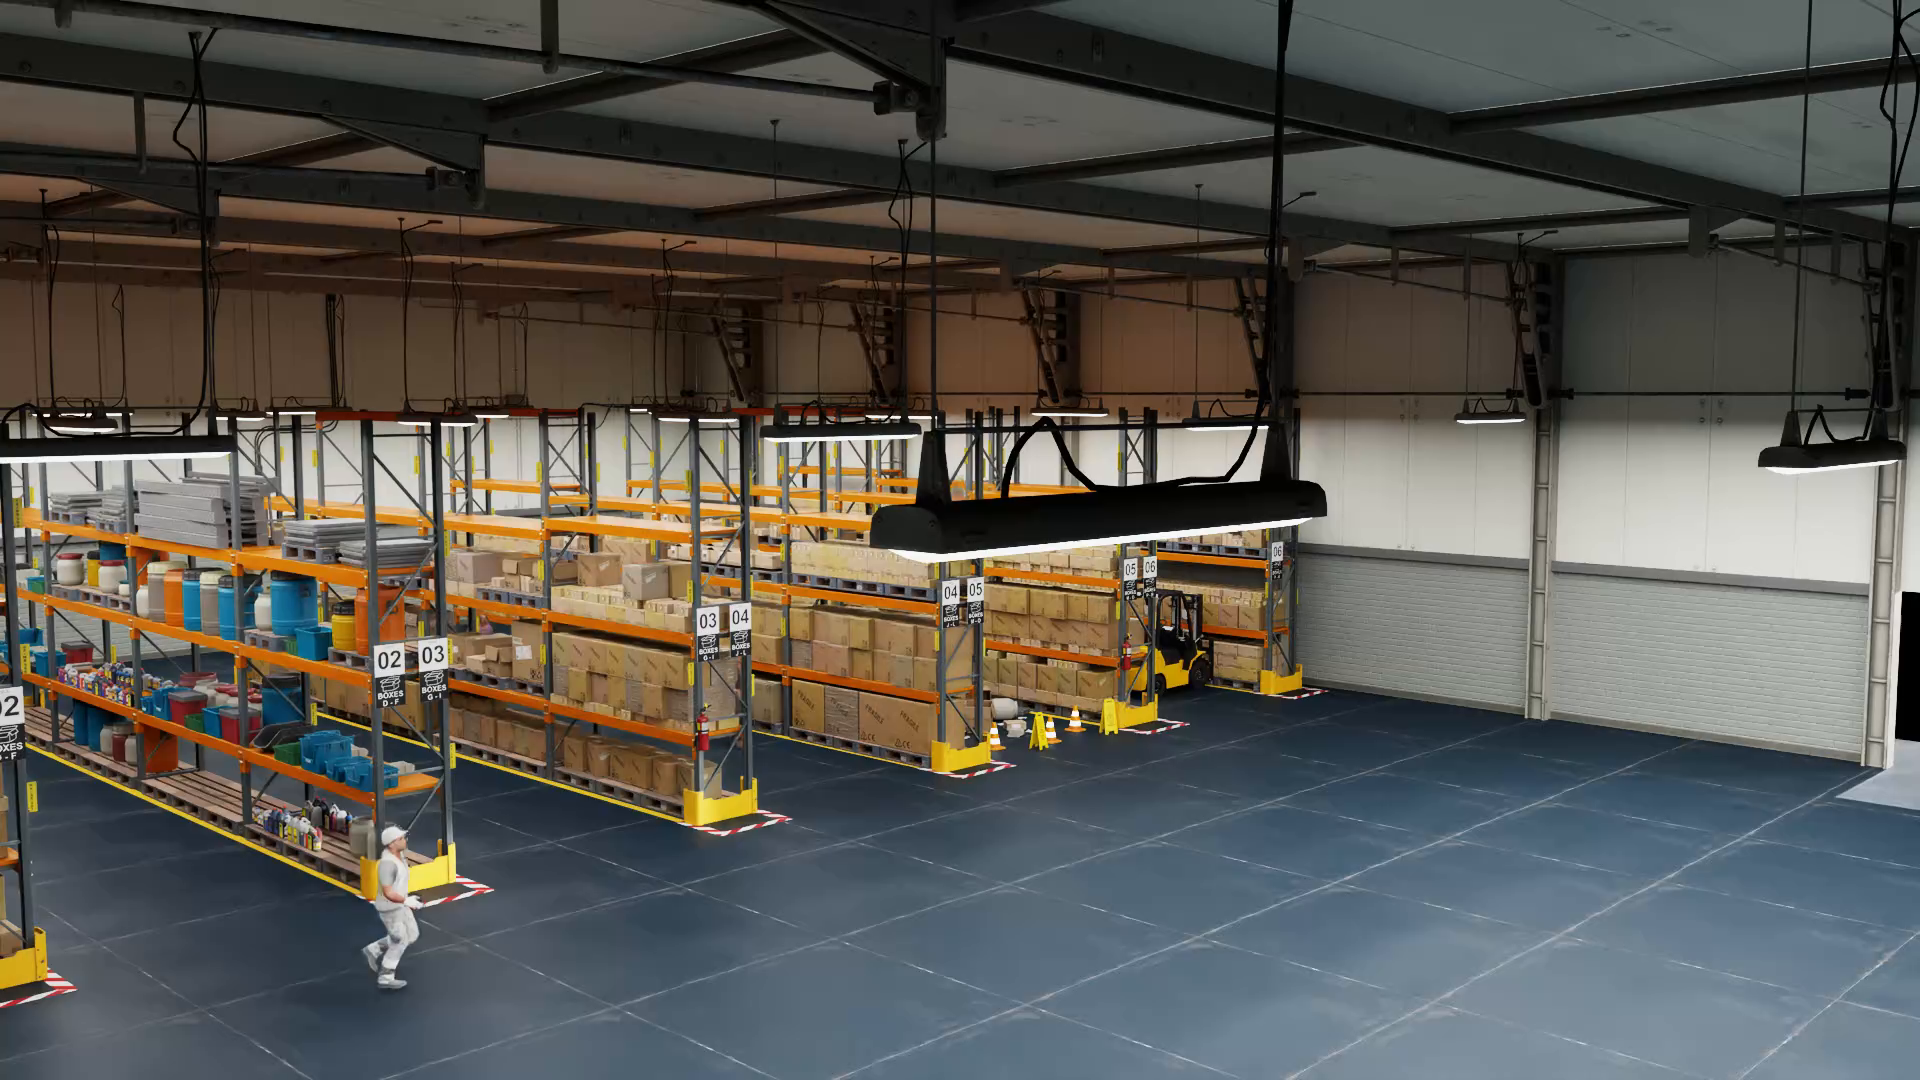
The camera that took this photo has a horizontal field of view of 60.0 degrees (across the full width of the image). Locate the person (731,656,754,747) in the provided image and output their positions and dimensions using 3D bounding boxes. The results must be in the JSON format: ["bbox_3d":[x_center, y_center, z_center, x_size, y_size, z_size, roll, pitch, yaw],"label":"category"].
[{"bbox_3d":[-3.972,2.929,29.753,0.630,1.541,0.716,5,7,43],"label":"person"}]

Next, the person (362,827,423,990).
[{"bbox_3d":[-6.034,3.900,17.690,0.664,1.746,0.683,-1,5,-10],"label":"person"}]

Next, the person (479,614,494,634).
[{"bbox_3d":[-10.223,2.383,35.738,0.507,1.620,0.679,-5,7,-43],"label":"person"}]
